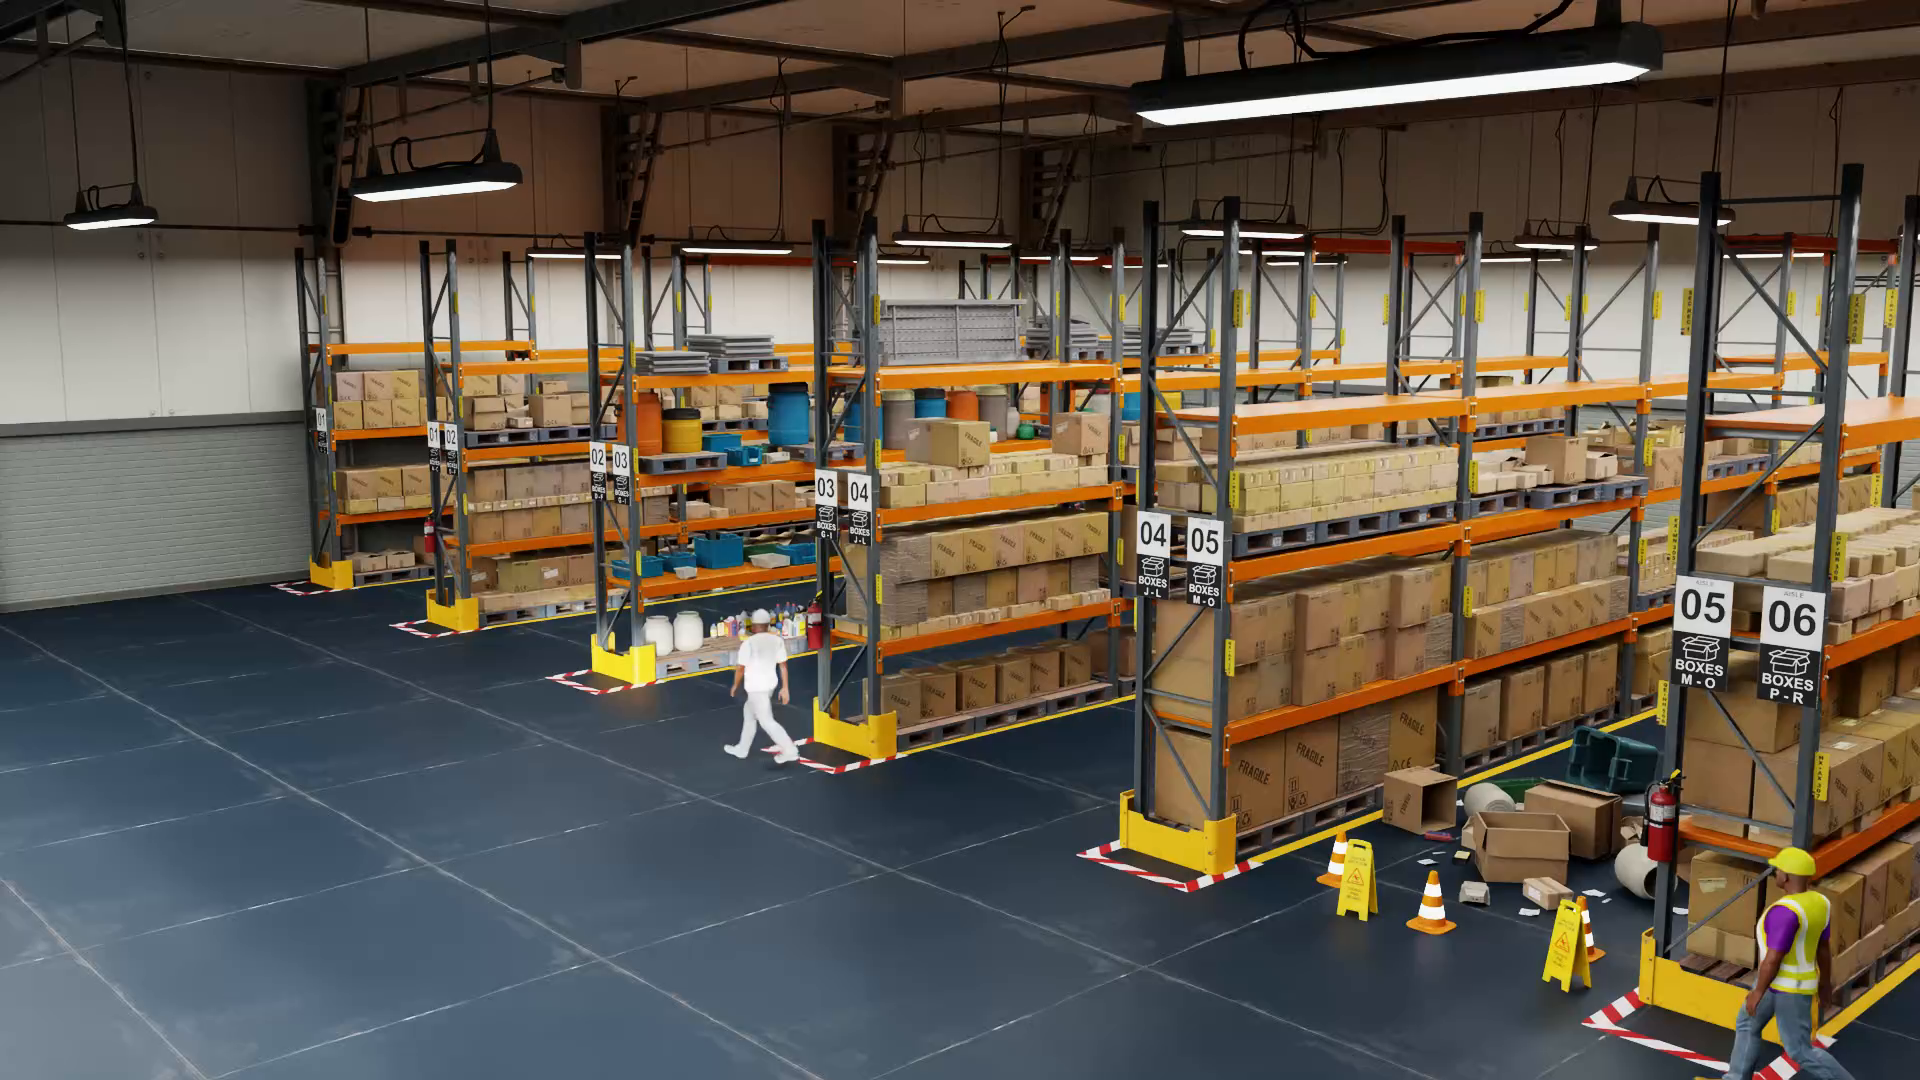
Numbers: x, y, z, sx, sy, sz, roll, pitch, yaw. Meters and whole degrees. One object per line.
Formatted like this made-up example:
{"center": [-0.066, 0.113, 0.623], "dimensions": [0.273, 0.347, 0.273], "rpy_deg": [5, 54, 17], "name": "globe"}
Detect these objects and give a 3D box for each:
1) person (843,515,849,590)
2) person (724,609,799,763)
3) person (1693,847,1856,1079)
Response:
{"center": [-1.611, -0.001, 27.510], "dimensions": [0.690, 1.795, 0.536], "rpy_deg": [-3, 9, -18], "name": "person"}
{"center": [-2.233, 1.630, 18.402], "dimensions": [1.040, 1.734, 0.472], "rpy_deg": [3, 9, 18], "name": "person"}
{"center": [5.220, 2.792, 10.457], "dimensions": [1.001, 1.736, 0.512], "rpy_deg": [3, 9, 18], "name": "person"}
